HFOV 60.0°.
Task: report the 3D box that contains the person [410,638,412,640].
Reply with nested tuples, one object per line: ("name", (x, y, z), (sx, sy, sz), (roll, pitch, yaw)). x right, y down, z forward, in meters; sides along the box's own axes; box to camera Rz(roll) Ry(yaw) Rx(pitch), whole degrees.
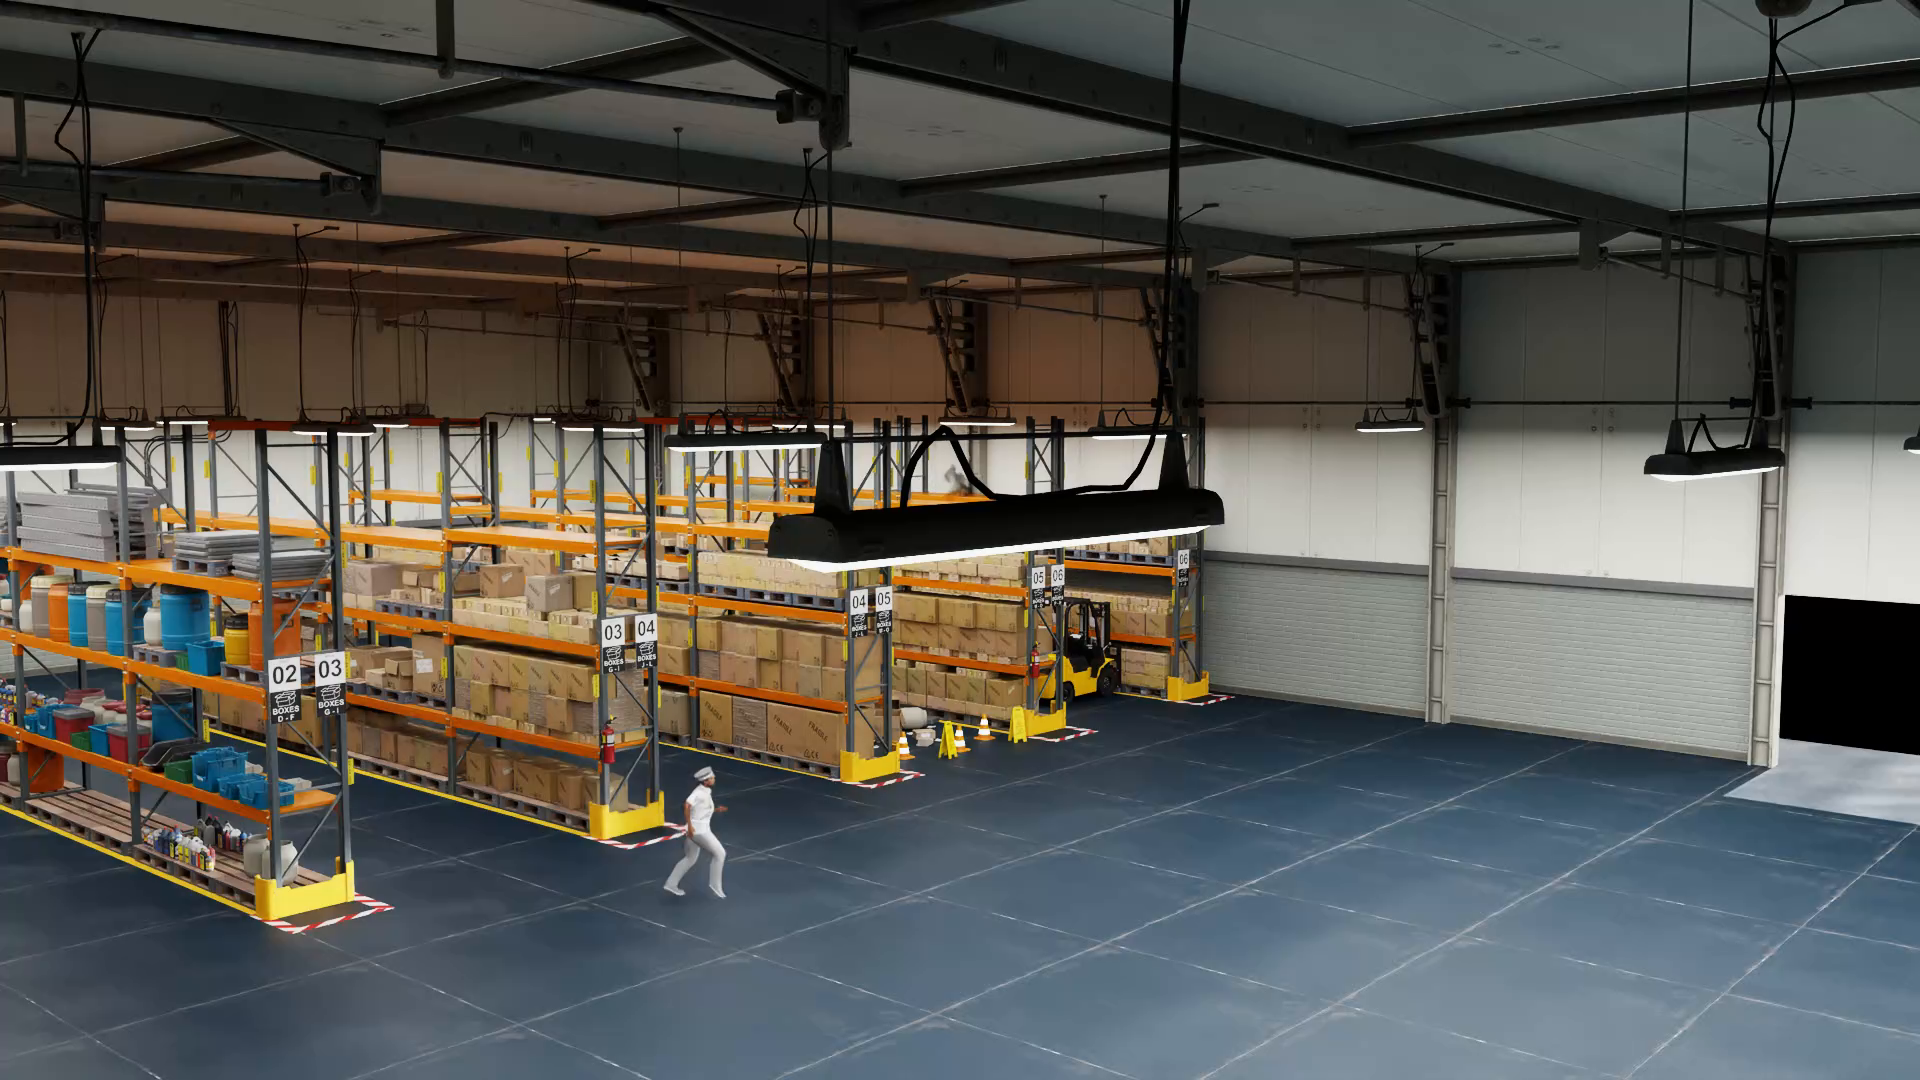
("person", (-13.247, 2.068, 40.968), (0.690, 1.796, 0.705), (3, 6, 36))

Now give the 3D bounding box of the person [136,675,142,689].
("person", (-17.411, 2.461, 35.902), (0.775, 1.839, 0.651), (-2, 5, -28))

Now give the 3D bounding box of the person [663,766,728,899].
("person", (-3.359, 3.745, 21.127), (0.842, 1.733, 0.599), (-1, 5, -16))
